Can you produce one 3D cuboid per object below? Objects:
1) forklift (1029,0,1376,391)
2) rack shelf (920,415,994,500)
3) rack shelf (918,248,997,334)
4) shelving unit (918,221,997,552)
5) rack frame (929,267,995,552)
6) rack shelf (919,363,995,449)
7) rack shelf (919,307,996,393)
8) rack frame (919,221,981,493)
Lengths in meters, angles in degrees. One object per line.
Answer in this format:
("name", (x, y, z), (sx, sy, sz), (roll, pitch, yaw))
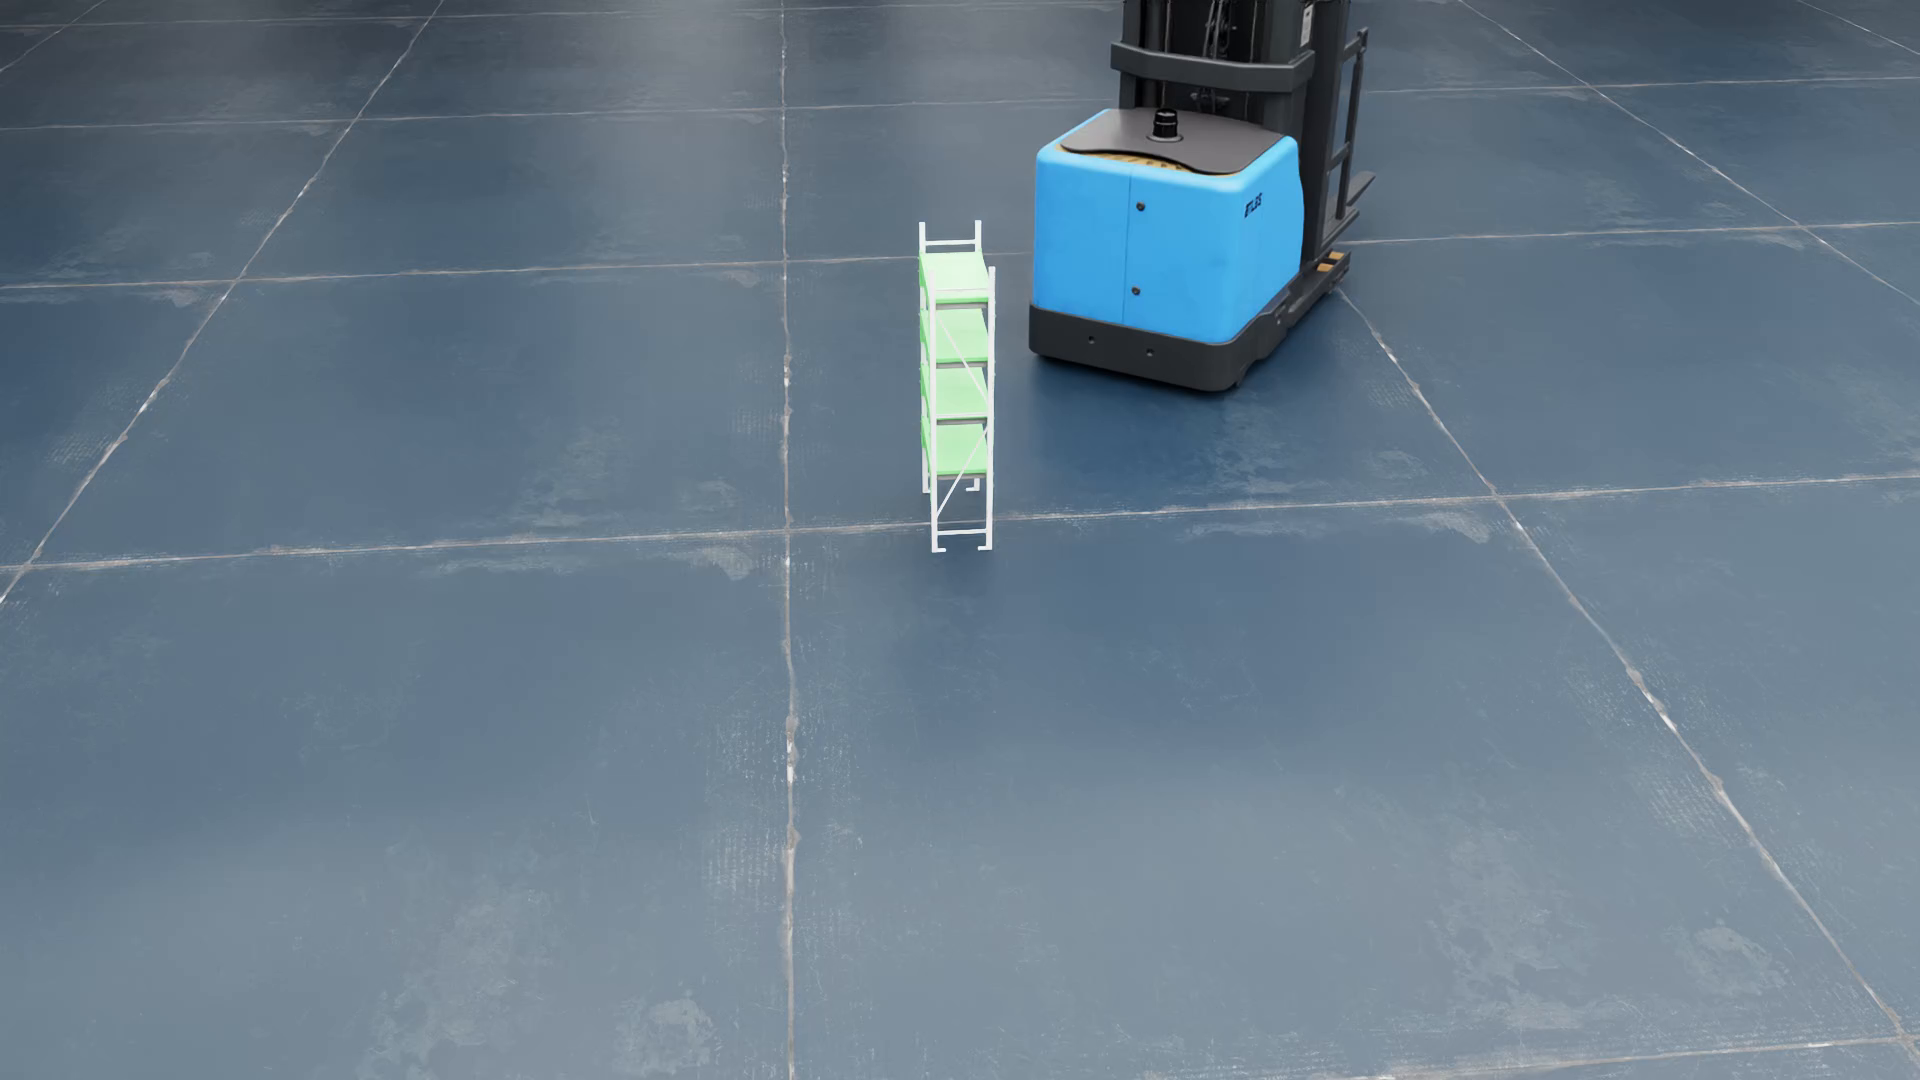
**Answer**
("forklift", (1.484, -2.681, 8.381), (1.130, 2.935, 3.031), (16, 34, 24))
("rack shelf", (-0.015, -0.339, 6.740), (0.258, 0.148, 0.480), (-3, 31, -5))
("rack shelf", (-0.015, -0.957, 6.370), (0.258, 0.148, 0.480), (-3, 31, -5))
("shelving unit", (-0.015, -0.600, 6.584), (0.258, 1.200, 0.503), (-3, 31, -5))
("rack frame", (0.007, -0.475, 6.375), (0.240, 1.200, 0.015), (-3, 31, -5))
("rack shelf", (-0.015, -0.545, 6.617), (0.258, 0.148, 0.480), (-3, 31, -5))
("rack shelf", (-0.015, -0.751, 6.494), (0.258, 0.148, 0.480), (-3, 31, -5))
("rack frame", (-0.038, -0.724, 6.792), (0.240, 1.200, 0.015), (-3, 31, -5))
